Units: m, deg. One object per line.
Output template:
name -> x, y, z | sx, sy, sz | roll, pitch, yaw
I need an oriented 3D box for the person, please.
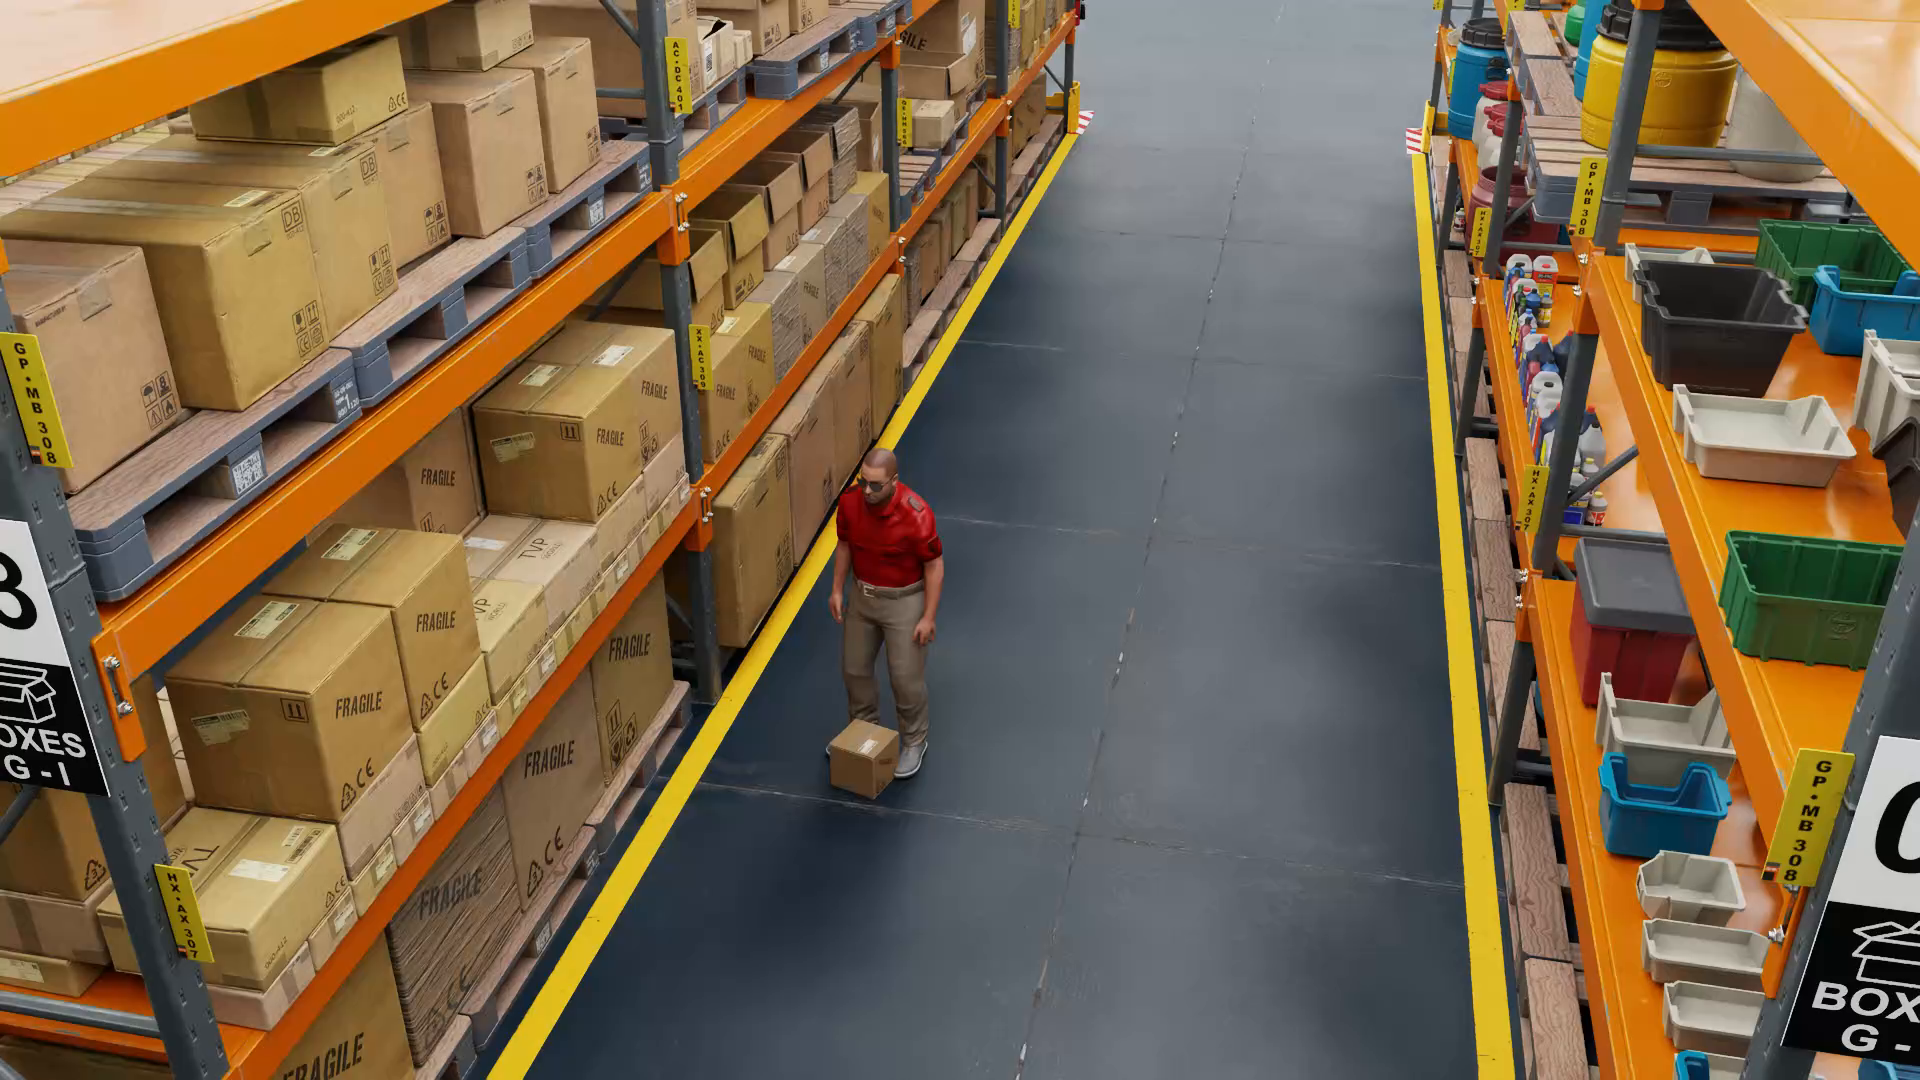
person -> -0.360, 0.320, 8.047 | 0.585, 1.727, 0.392 | 14, 32, 25
